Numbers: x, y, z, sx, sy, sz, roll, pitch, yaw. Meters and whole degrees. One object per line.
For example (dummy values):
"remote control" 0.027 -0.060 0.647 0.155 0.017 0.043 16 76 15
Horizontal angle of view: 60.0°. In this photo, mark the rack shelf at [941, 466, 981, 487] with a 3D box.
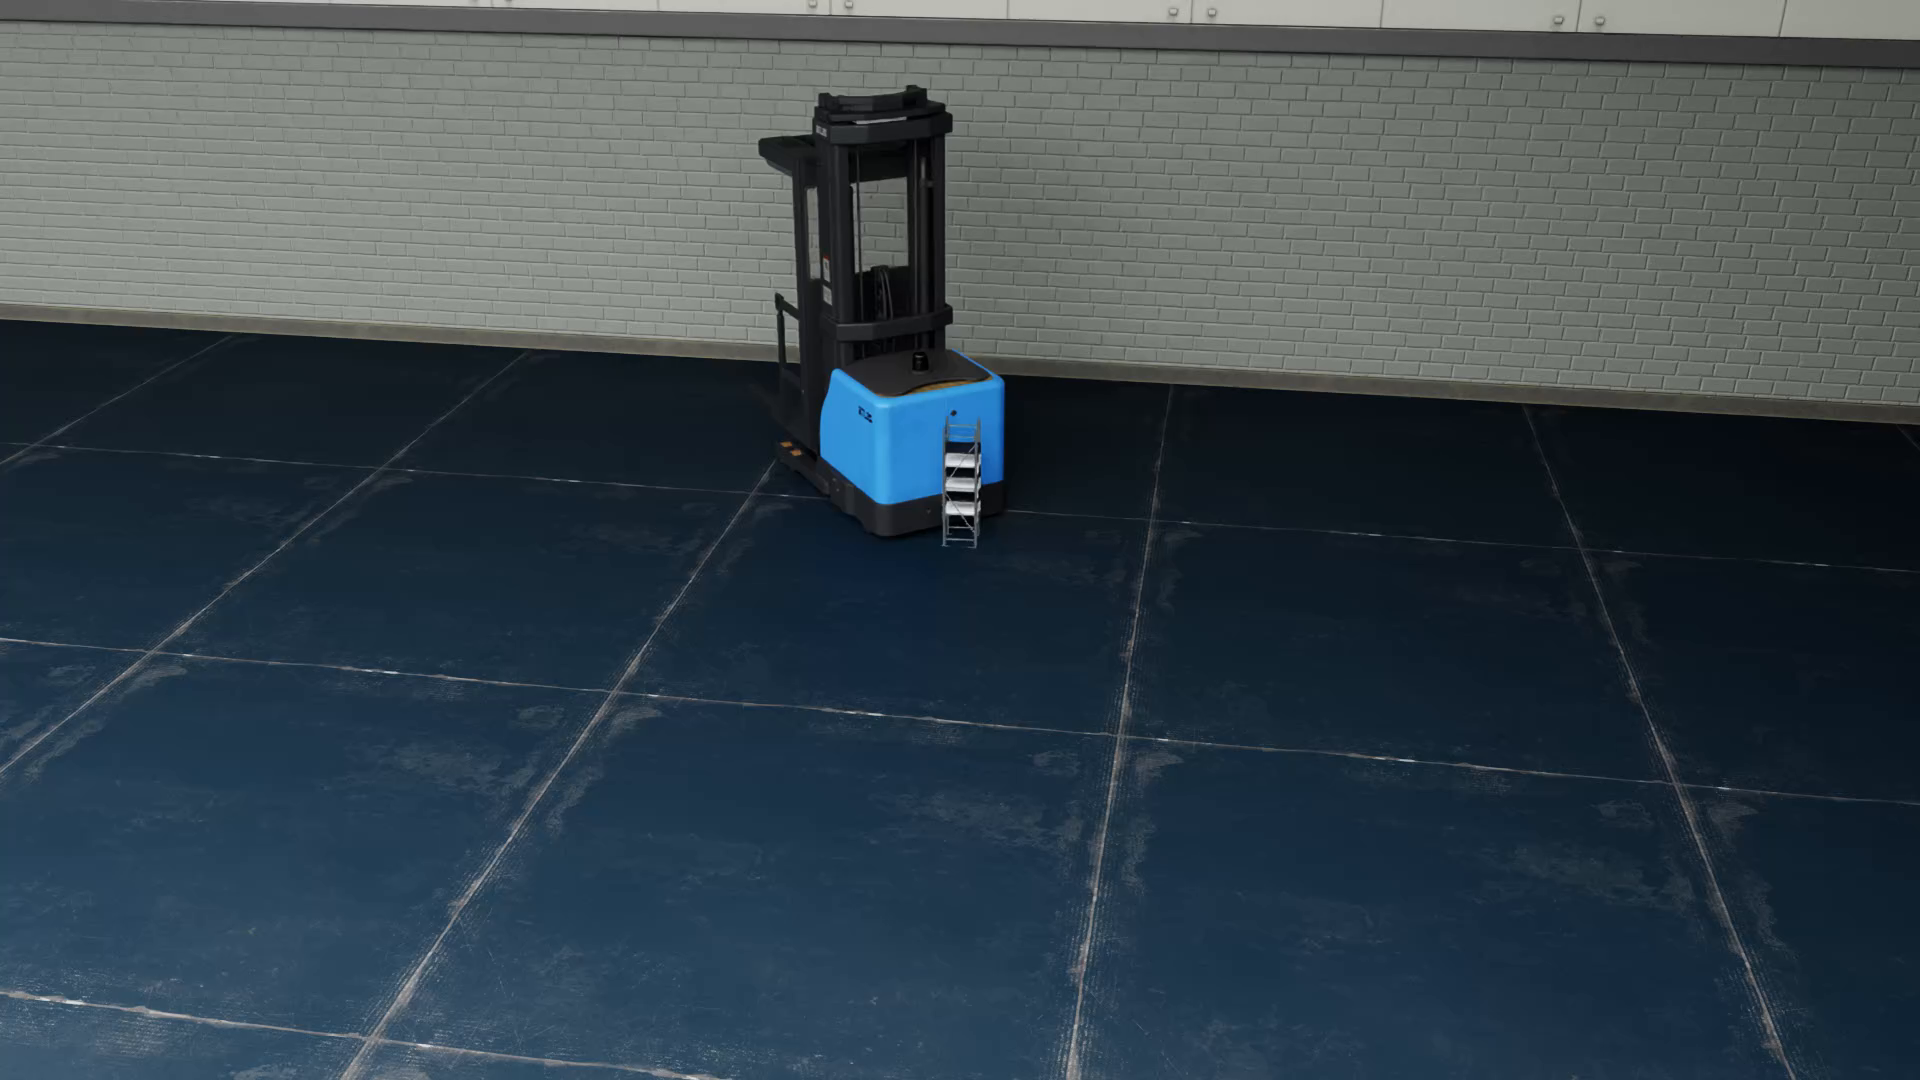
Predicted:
"rack shelf" 0.010 -0.448 11.556 0.258 0.077 0.200 3 25 6

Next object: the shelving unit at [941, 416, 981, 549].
"shelving unit" 0.010 -0.397 11.580 0.258 0.900 0.210 3 25 6

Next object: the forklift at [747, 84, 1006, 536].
"forklift" -0.799 -1.942 12.486 1.130 2.935 3.031 -13 28 -25

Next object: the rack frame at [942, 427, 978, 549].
"rack frame" 0.000 -0.354 11.488 0.240 0.900 0.006 3 25 6

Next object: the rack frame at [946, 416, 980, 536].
"rack frame" 0.021 -0.440 11.671 0.240 0.900 0.006 3 25 6

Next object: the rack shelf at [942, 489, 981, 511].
"rack shelf" 0.010 -0.285 11.632 0.258 0.077 0.200 3 25 6

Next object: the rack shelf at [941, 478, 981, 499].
"rack shelf" 0.010 -0.367 11.594 0.258 0.077 0.200 3 25 6

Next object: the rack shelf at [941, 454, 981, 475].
"rack shelf" 0.011 -0.530 11.518 0.258 0.077 0.200 3 25 6

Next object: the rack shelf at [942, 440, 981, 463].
"rack shelf" 0.011 -0.611 11.480 0.258 0.077 0.200 3 25 6

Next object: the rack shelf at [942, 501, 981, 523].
"rack shelf" 0.010 -0.204 11.670 0.258 0.077 0.200 3 25 6
